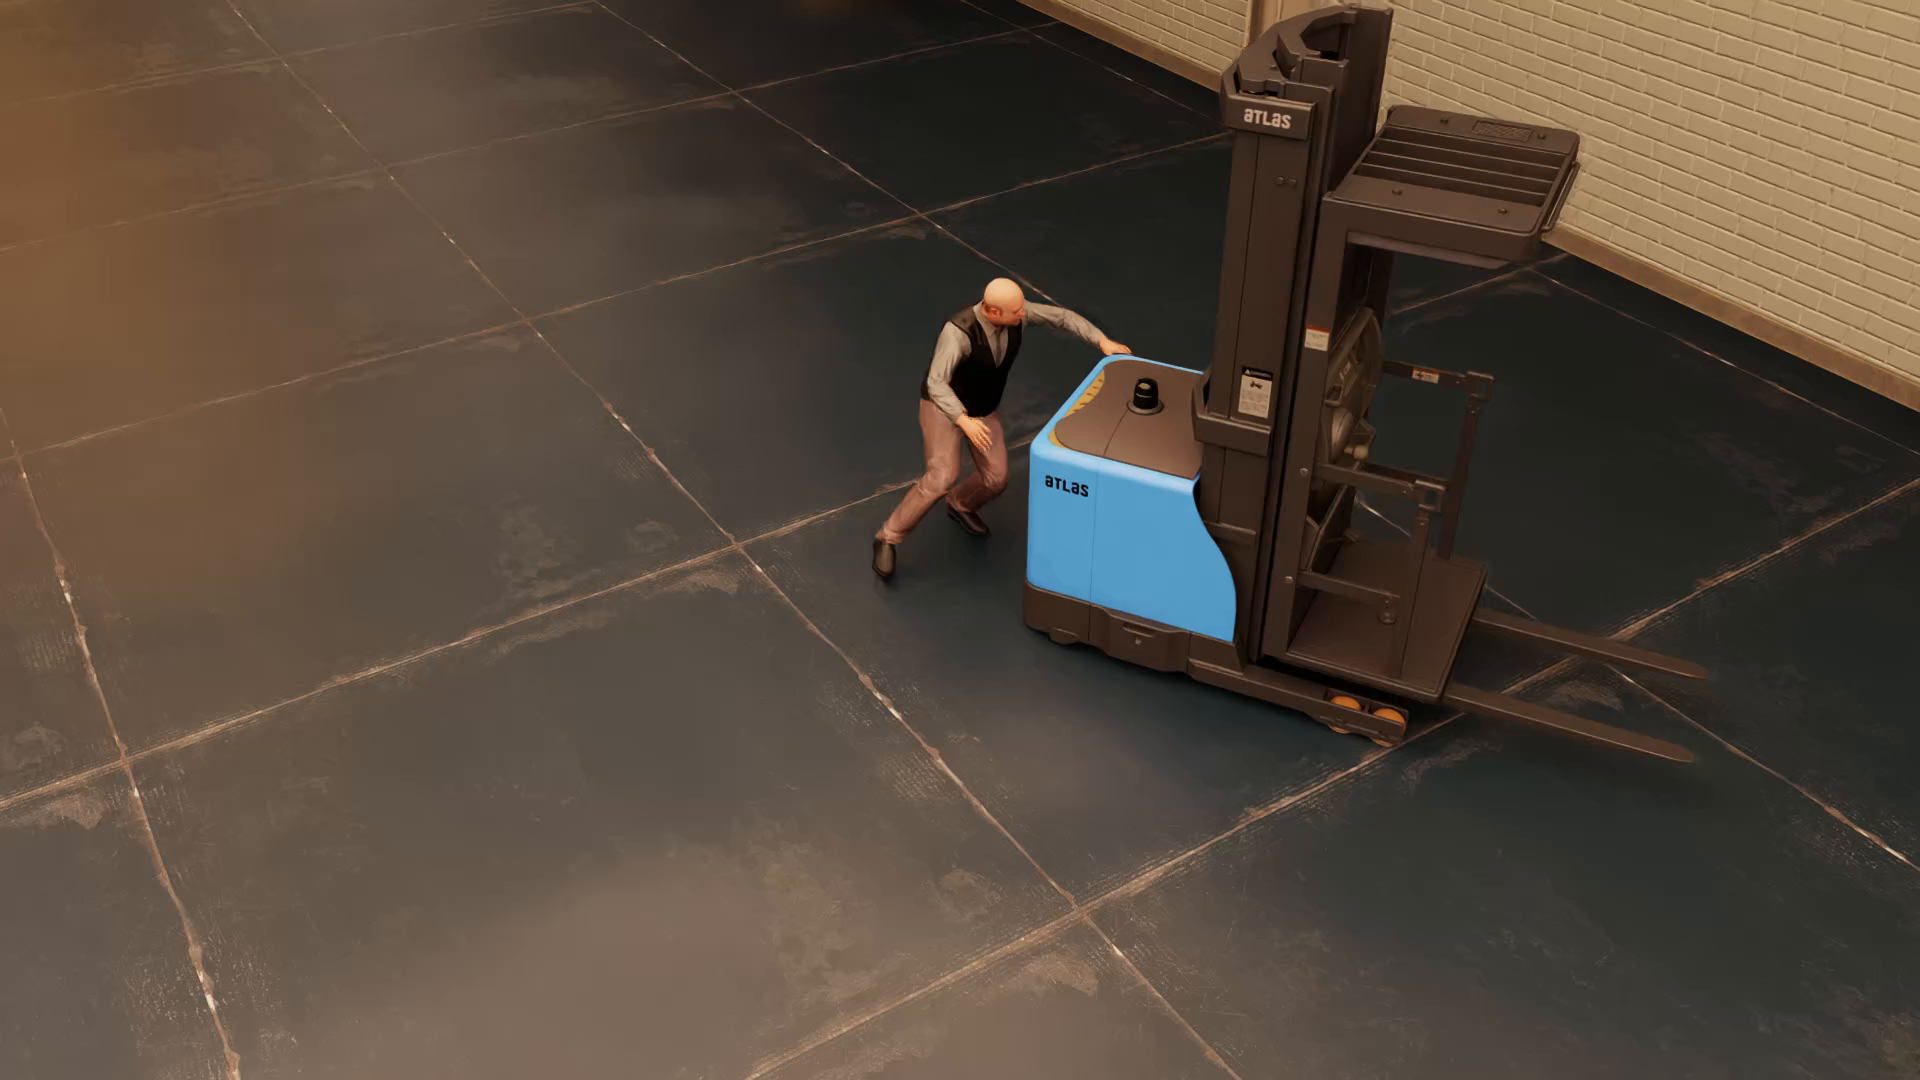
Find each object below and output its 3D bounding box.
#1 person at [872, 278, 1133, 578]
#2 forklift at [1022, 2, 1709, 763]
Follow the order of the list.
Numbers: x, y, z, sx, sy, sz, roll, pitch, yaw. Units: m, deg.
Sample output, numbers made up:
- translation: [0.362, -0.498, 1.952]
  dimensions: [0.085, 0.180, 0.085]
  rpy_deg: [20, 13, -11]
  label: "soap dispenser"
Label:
- translation: [0.102, -0.600, 8.297]
  dimensions: [1.350, 1.479, 0.835]
  rpy_deg: [-25, 42, -31]
  label: "person"
- translation: [1.857, -0.633, 7.049]
  dimensions: [3.031, 2.935, 1.130]
  rpy_deg: [15, 38, 21]
  label: "forklift"
